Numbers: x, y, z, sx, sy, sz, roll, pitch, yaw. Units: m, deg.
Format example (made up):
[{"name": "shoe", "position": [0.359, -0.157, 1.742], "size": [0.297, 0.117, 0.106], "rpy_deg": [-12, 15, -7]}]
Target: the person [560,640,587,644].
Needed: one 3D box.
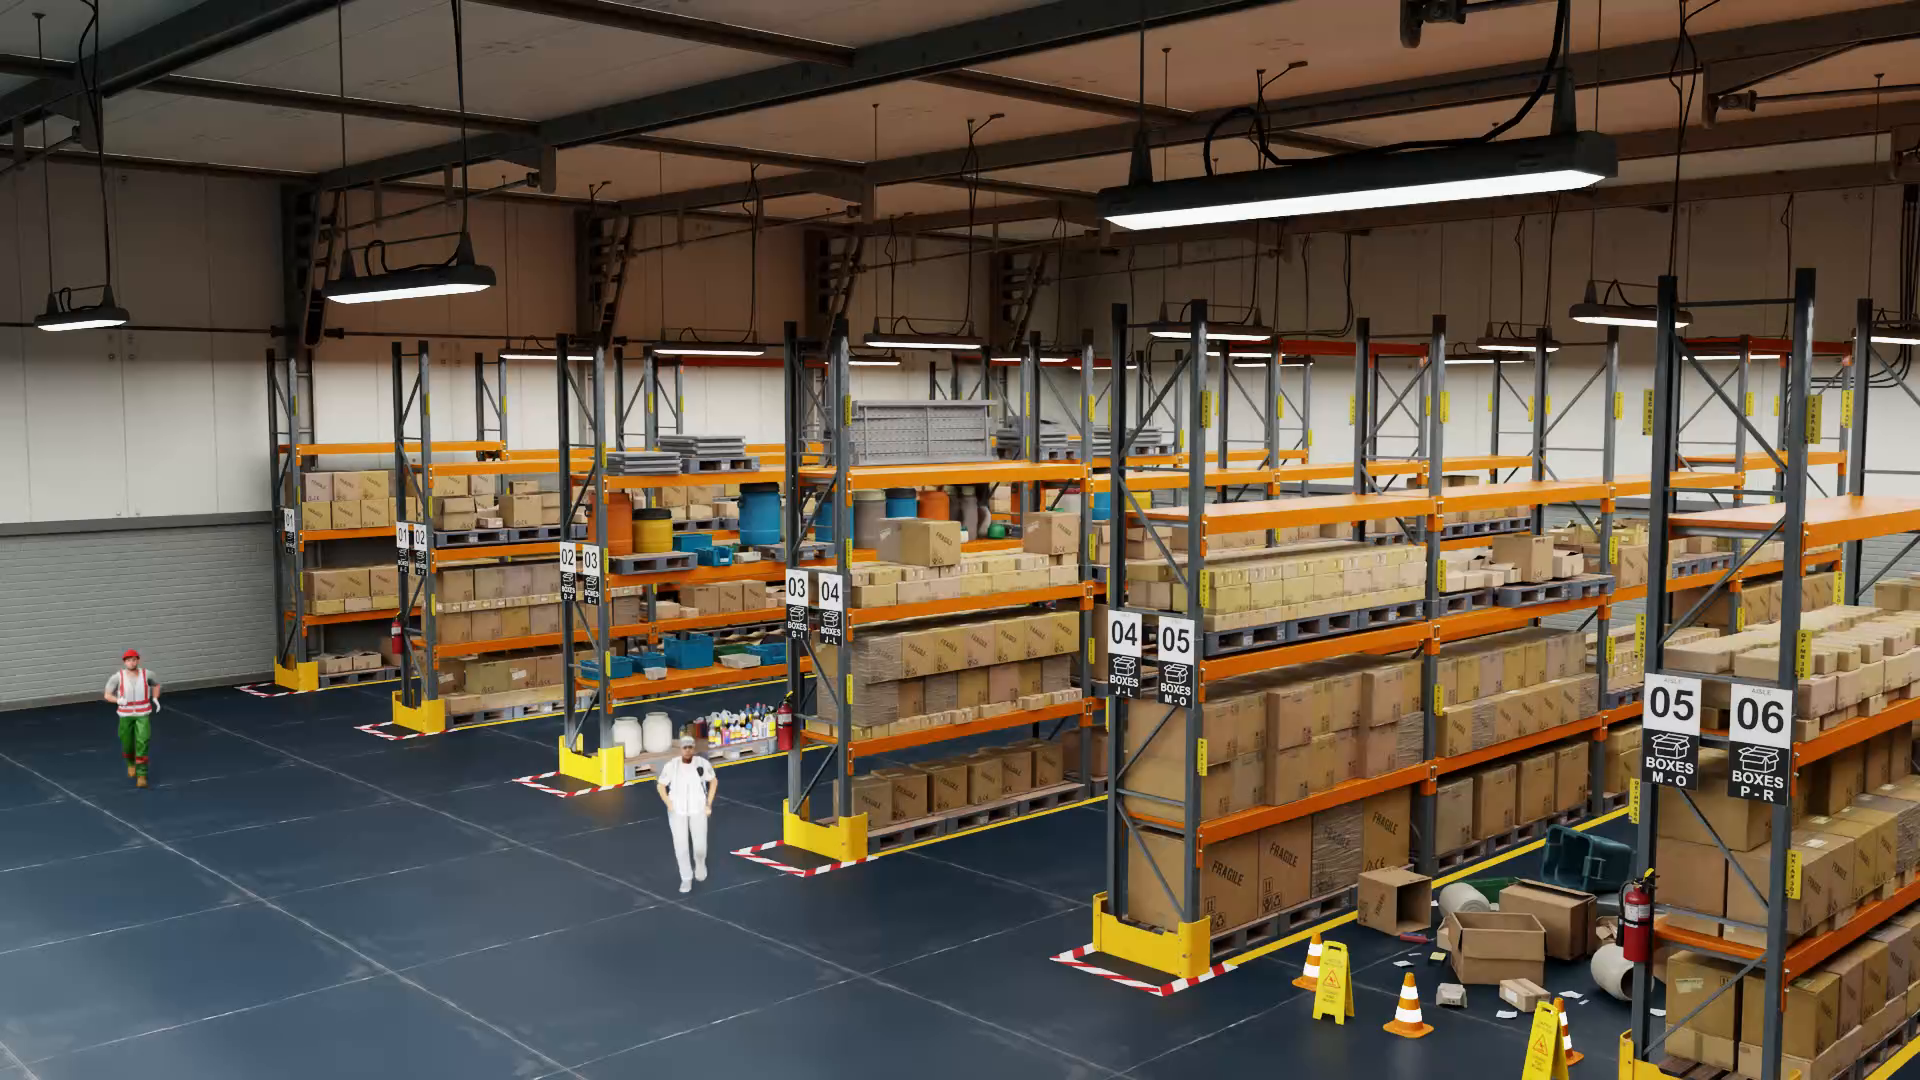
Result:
[{"name": "person", "position": [-7.079, 1.615, 30.579], "size": [0.656, 1.796, 0.954], "rpy_deg": [4, 6, 36]}]

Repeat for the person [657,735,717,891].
[{"name": "person", "position": [-2.851, 2.853, 17.402], "size": [0.623, 1.634, 0.525], "rpy_deg": [-1, 5, -9]}]

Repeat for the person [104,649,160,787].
[{"name": "person", "position": [-11.006, 2.338, 22.143], "size": [0.673, 1.784, 0.865], "rpy_deg": [-3, 6, -27]}]
